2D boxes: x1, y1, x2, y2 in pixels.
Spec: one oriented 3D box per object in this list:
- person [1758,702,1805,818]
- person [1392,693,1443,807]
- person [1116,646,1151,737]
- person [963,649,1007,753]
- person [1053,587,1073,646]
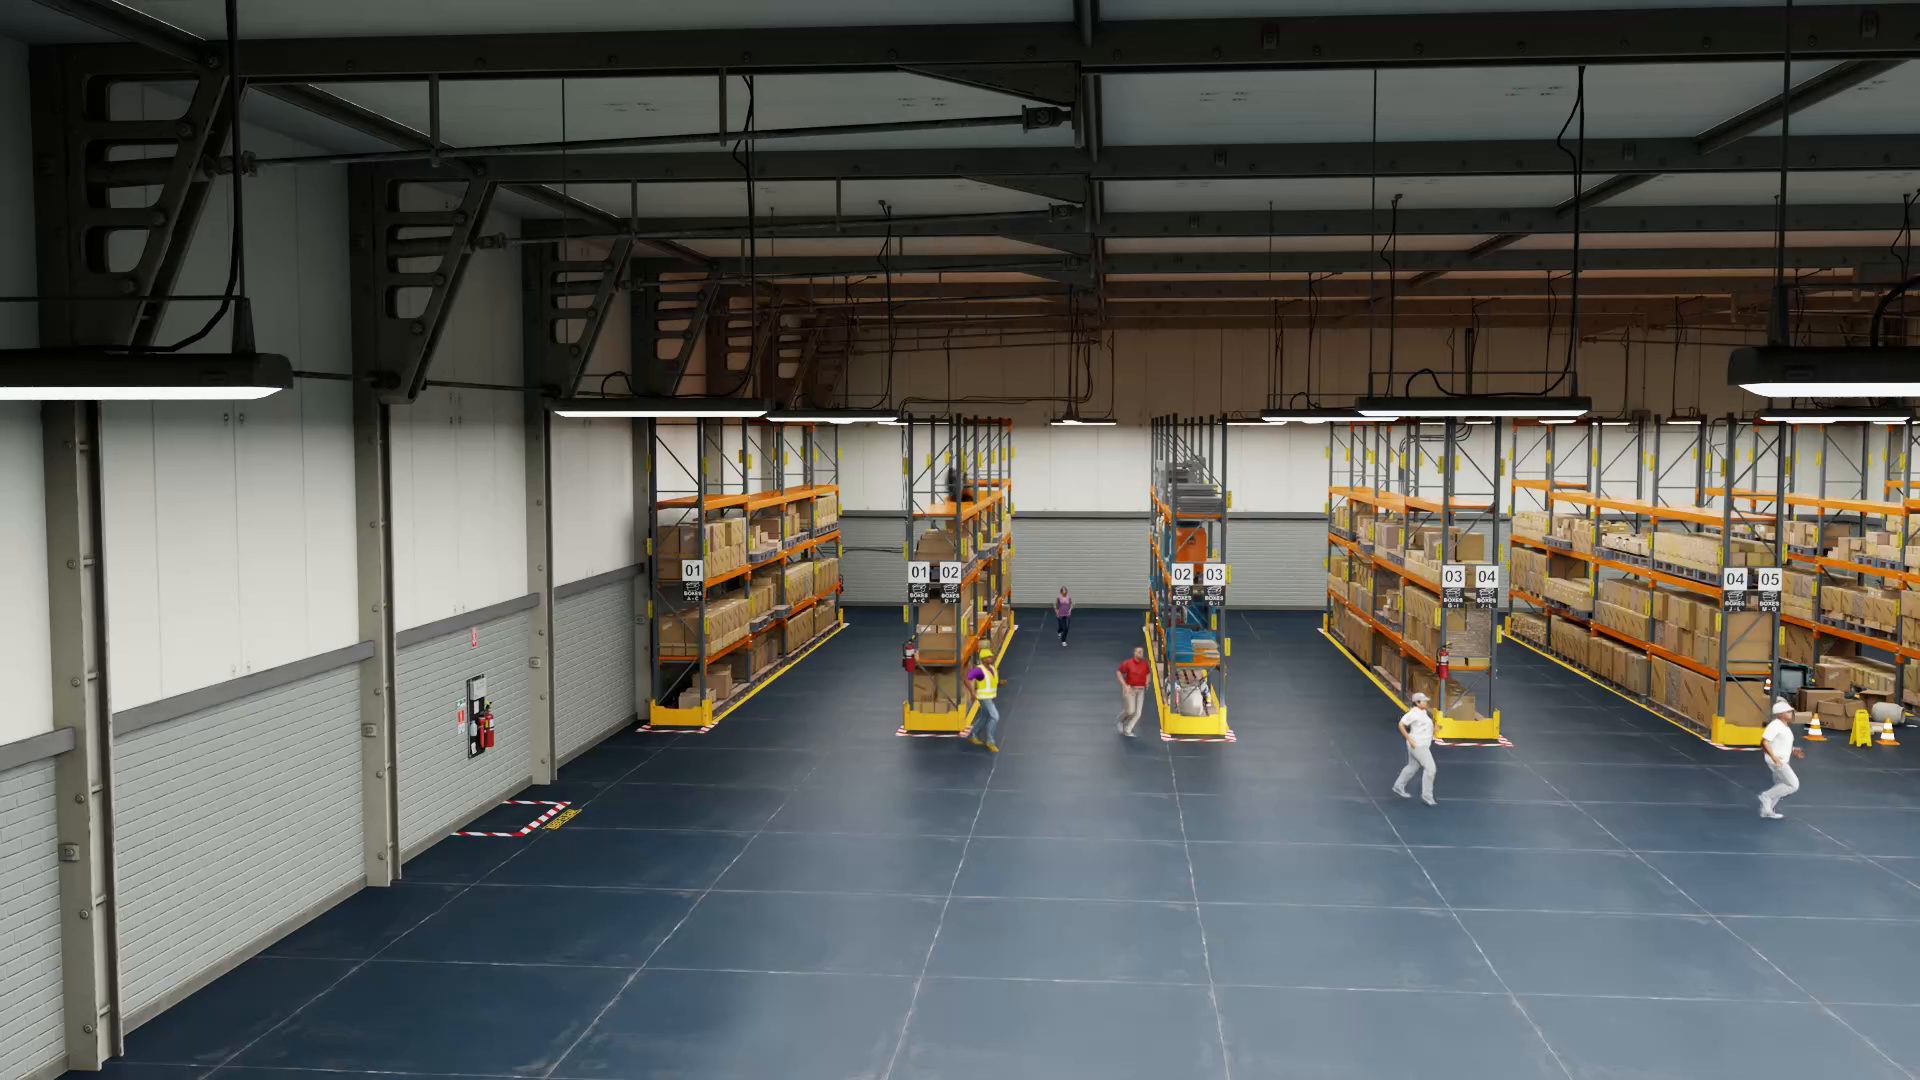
[{"bbox_3d":[12.031,3.228,24.340,0.576,1.713,0.640,2,5,32],"label":"person"},{"bbox_3d":[6.982,3.187,25.376,0.748,1.729,0.579,2,4,23],"label":"person"},{"bbox_3d":[3.256,2.808,30.929,0.682,1.667,0.590,-2,4,-25],"label":"person"},{"bbox_3d":[0.465,2.852,29.554,0.773,1.830,0.672,2,4,27],"label":"person"},{"bbox_3d":[2.731,2.004,43.857,0.538,1.557,0.549,0,4,-7],"label":"person"}]
